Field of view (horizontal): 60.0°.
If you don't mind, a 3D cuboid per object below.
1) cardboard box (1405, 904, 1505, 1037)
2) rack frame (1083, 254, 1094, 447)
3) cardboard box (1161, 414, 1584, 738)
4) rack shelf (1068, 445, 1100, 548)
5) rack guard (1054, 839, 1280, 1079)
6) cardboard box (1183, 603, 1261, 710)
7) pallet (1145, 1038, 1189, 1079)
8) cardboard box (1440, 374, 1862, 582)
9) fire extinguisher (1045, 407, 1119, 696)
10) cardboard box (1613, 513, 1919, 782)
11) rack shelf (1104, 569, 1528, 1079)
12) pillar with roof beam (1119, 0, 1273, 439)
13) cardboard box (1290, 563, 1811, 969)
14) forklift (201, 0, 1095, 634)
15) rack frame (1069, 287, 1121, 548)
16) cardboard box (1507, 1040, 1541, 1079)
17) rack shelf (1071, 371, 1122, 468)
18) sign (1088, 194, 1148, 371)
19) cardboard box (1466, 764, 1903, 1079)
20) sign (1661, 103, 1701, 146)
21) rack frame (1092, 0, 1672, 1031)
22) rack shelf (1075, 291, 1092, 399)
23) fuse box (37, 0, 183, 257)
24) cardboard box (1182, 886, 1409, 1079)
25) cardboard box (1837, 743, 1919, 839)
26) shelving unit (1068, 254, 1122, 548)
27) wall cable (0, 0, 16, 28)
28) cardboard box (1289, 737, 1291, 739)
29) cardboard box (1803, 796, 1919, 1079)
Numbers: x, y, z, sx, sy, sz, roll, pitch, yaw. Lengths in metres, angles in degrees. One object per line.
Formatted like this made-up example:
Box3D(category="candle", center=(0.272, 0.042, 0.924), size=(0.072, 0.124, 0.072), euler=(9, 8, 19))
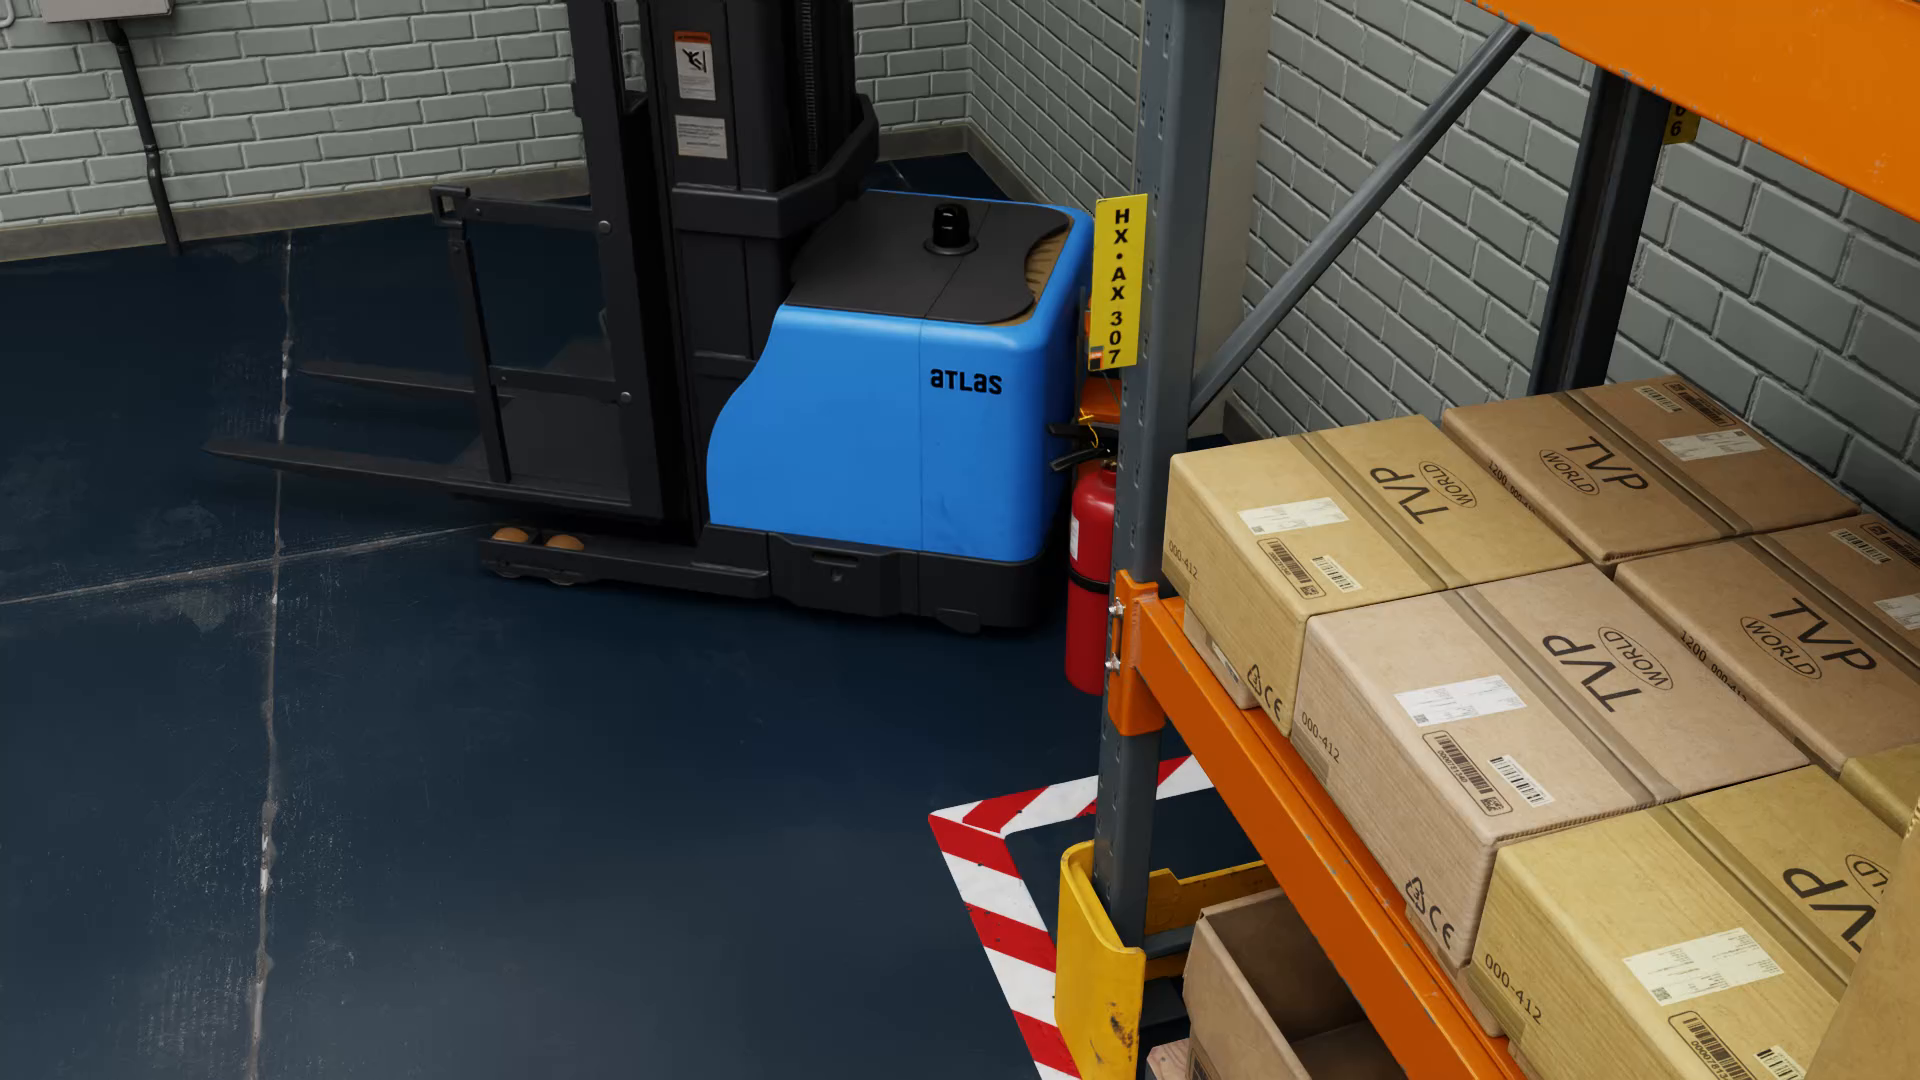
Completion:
Box3D(category="cardboard box", center=(0.889, 0.546, 2.431), size=(0.380, 0.149, 0.250), euler=(-9, 34, -13))
Box3D(category="rack frame", center=(0.512, -0.441, 5.465), size=(0.200, 1.050, 0.008), euler=(7, 34, 10))
Box3D(category="cardboard box", center=(0.678, 0.043, 2.830), size=(0.500, 0.250, 0.500), euler=(-10, 35, -14))
Box3D(category="rack shelf", center=(0.486, -0.135, 5.525), size=(0.215, 0.259, 0.240), euler=(7, 34, 10))
Box3D(category="rack guard", center=(0.819, 0.904, 3.929), size=(1.175, 0.500, 0.348), euler=(-10, 35, -15))
Box3D(category="cardboard box", center=(0.635, 0.145, 3.038), size=(0.380, 0.149, 0.250), euler=(-10, 35, -15))
Box3D(category="pallet", center=(1.063, 1.443, 3.375), size=(1.003, 0.211, 1.213), euler=(-10, 35, -15))
Box3D(category="cardboard box", center=(1.189, -0.044, 2.961), size=(0.500, 0.250, 0.500), euler=(-9, 35, -13))
Box3D(category="fire extinguisher", center=(0.311, 0.009, 3.423), size=(0.296, 0.674, 0.183), euler=(-10, 35, -15))
Box3D(category="cardboard box", center=(1.345, 0.227, 2.551), size=(0.500, 0.250, 0.500), euler=(-10, 35, -15))
Box3D(category="rack shelf", center=(1.406, 1.171, 1.909), size=(1.077, 0.370, 4.000), euler=(-10, 35, -15))
Box3D(category="pillar with roof beam", center=(-3.268, -3.525, 2.922), size=(9.100, 9.000, 0.400), euler=(-10, 35, -15))
Box3D(category="cardboard box", center=(0.832, 0.308, 2.430), size=(0.500, 0.250, 0.500), euler=(-10, 35, -14))
Box3D(category="forklift", center=(-1.114, -1.347, 5.129), size=(3.031, 2.935, 1.130), euler=(7, 34, 11))
Box3D(category="rack frame", center=(0.460, -0.310, 5.266), size=(0.200, 1.050, 0.008), euler=(7, 34, 10))
Box3D(category="cardboard box", center=(0.975, 0.684, 2.222), size=(0.380, 0.149, 0.250), euler=(-9, 35, -14))
Box3D(category="rack shelf", center=(0.486, -0.367, 5.372), size=(0.215, 0.259, 0.240), euler=(7, 34, 10))
Box3D(category="sign", center=(0.279, -0.449, 2.923), size=(0.100, 0.325, 0.005), euler=(-10, 35, -15))
Box3D(category="cardboard box", center=(0.990, 0.573, 2.028), size=(0.500, 0.250, 0.500), euler=(-11, 35, -16))
Box3D(category="sign", center=(1.331, -0.877, 3.019), size=(0.100, 0.325, 0.005), euler=(-10, 35, -15))
Box3D(category="rack frame", center=(0.796, -0.179, 3.300), size=(1.000, 3.000, 0.127), euler=(-10, 35, -15))
Box3D(category="rack shelf", center=(0.486, -0.603, 5.215), size=(0.215, 0.259, 0.240), euler=(7, 34, 10))
Box3D(category="fuse box", center=(-3.627, -2.038, 7.282), size=(0.539, 1.711, 0.414), euler=(-10, 35, -15))
Box3D(category="cardboard box", center=(0.892, 1.024, 3.362), size=(0.797, 0.503, 0.637), euler=(-11, 35, -17))
Box3D(category="cardboard box", center=(1.492, 0.488, 2.157), size=(0.500, 0.250, 0.500), euler=(-9, 34, -13))
Box3D(category="shelving unit", center=(0.486, -0.375, 5.366), size=(0.215, 1.050, 0.252), euler=(7, 34, 10))
Box3D(category="wall cable", center=(-4.325, -2.967, 6.598), size=(0.588, 1.984, 0.122), euler=(-10, 35, -15))
Box3D(category="cardboard box", center=(0.757, 0.270, 2.848), size=(0.380, 0.149, 0.250), euler=(-9, 35, -14))
Box3D(category="cardboard box", center=(1.136, 0.518, 1.432), size=(0.500, 0.500, 0.500), euler=(-9, 35, -14))
